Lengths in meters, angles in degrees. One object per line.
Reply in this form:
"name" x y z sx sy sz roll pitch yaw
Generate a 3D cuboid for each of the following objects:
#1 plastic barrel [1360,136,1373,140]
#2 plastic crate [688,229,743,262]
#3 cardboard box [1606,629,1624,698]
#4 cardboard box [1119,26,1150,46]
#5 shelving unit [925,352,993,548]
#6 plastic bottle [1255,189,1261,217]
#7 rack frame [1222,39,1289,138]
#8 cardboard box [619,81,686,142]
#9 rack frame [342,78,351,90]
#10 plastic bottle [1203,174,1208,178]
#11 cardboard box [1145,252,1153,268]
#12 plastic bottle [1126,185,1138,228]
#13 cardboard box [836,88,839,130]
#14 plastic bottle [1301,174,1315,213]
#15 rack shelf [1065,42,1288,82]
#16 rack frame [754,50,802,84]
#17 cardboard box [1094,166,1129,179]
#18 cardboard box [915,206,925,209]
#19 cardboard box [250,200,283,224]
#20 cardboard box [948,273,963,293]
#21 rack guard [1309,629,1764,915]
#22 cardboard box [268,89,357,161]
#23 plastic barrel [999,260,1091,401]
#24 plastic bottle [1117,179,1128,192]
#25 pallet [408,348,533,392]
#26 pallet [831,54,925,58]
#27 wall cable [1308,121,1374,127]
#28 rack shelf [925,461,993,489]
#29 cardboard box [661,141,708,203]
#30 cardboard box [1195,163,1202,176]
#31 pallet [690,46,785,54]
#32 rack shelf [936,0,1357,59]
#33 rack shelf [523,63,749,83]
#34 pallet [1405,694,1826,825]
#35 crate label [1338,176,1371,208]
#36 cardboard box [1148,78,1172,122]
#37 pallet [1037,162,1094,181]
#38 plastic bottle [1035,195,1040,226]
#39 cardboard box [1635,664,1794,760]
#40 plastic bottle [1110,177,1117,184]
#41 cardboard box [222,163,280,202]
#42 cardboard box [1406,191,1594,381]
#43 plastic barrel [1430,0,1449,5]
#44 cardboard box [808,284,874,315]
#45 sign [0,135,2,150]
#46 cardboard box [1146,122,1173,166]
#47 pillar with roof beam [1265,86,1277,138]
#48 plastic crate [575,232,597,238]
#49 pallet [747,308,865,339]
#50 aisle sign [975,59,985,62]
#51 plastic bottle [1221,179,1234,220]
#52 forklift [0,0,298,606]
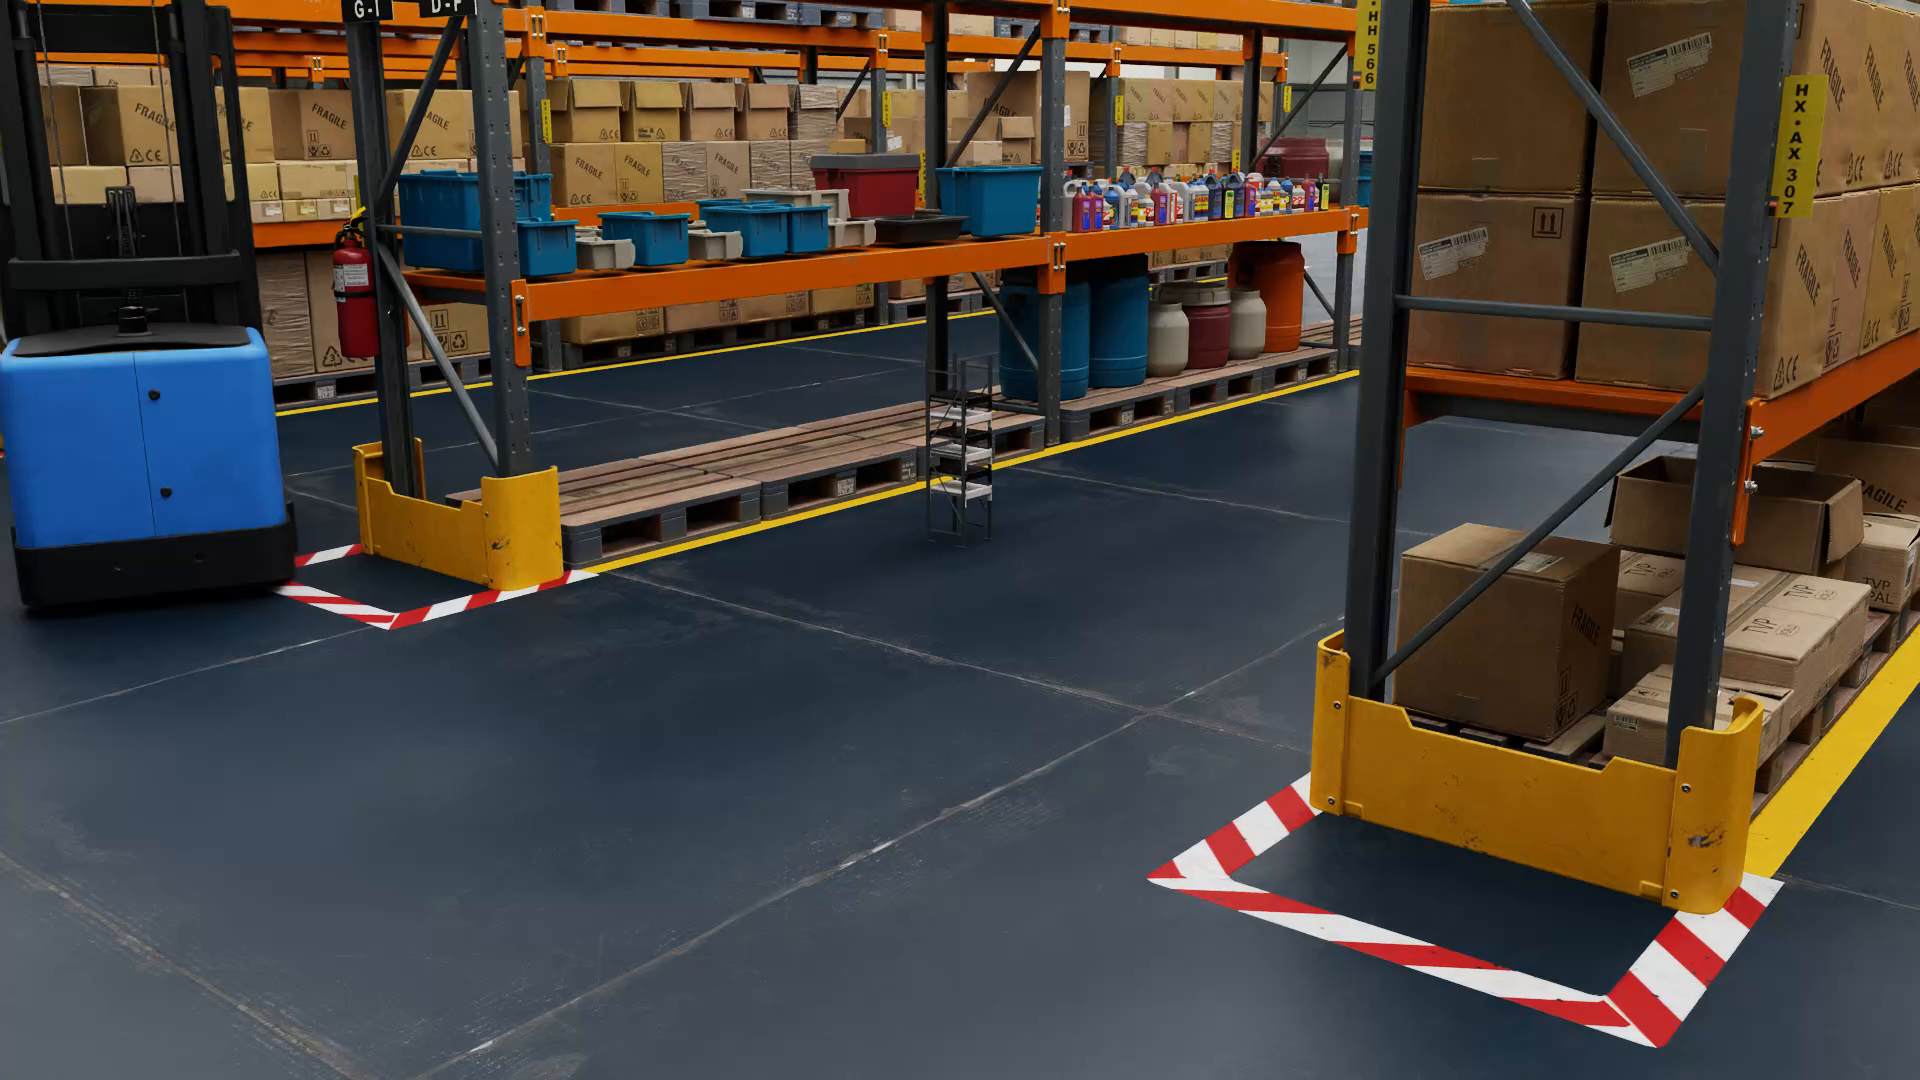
"plastic barrel" 3.726 -3.344 14.920 0.433 0.535 0.433 0 14 0
"plastic crate" -1.207 -1.429 8.070 0.250 0.136 0.298 11 18 38
"cardboard box" 2.014 0.368 5.442 0.380 0.166 0.250 11 18 38
"cardboard box" 1.861 -5.845 19.253 0.500 0.250 0.500 10 18 35
"shelving unit" -0.005 -0.435 8.006 0.258 0.900 0.210 11 18 38
"plastic bottle" 2.135 -2.451 12.084 0.097 0.201 0.097 0 14 0
"rack frame" 3.893 -5.184 22.436 1.000 3.000 0.127 11 18 38
"cardboard box" -2.814 -3.673 14.250 0.797 0.503 0.637 12 18 38
"rack frame" -10.192 -6.719 28.478 1.000 3.000 0.127 11 18 38
"plastic bottle" 1.903 -2.704 12.925 0.152 0.276 0.135 11 18 38
"cardboard box" 2.015 -3.591 20.390 0.500 0.500 0.500 -9 17 -32
"plastic bottle" 1.114 -2.174 10.852 0.097 0.271 0.097 0 14 0
"cardboard box" -2.157 -5.866 22.624 0.875 0.550 0.550 11 18 38
"plastic bottle" 2.650 -2.641 12.663 0.061 0.283 0.133 11 18 38
"rack shelf" 2.636 -5.906 20.647 1.077 0.370 4.000 11 18 38
"rack frame" -2.416 -5.205 22.518 1.000 3.000 0.127 11 18 38
"cardboard box" 1.748 -4.290 19.430 0.380 0.149 0.250 11 18 38
"cardboard box" -0.828 -4.835 24.527 0.875 0.875 0.875 11 18 37
"cardboard box" -4.877 -2.261 11.442 0.380 0.149 0.250 11 18 37
"cardboard box" -0.391 -2.893 17.602 0.700 0.500 0.500 9 17 33
"rack guard" 1.587 0.611 4.702 1.175 0.500 0.348 11 18 38
"cardboard box" -4.788 -3.075 12.312 0.500 0.500 0.500 11 18 36
"plastic barrel" 0.558 -1.407 10.979 0.600 0.901 0.708 11 18 38
"plastic bottle" 1.159 -2.462 11.982 0.097 0.271 0.097 0 14 0
"pallet" -4.188 -1.400 13.207 1.003 0.211 1.213 11 18 38
"pallet" -1.126 -7.003 23.686 1.003 0.211 1.213 11 18 38
"wall cable" 12.918 -14.998 55.192 3.097 2.526 0.112 11 18 38
"rack shelf" -0.005 -0.315 8.036 0.258 0.077 0.200 11 18 38
"cardboard box" -2.536 -3.176 14.328 0.500 0.500 0.500 11 18 36
"cardboard box" 2.802 -4.635 20.785 0.380 0.149 0.250 11 18 38
"pallet" -2.954 -6.382 21.451 0.805 0.209 1.217 10 18 35
"rack shelf" 1.460 -3.607 11.599 1.077 0.370 4.000 11 18 38
"rack shelf" -5.072 -7.439 26.684 1.077 0.370 4.000 11 18 38
"pallet" 2.087 0.598 5.339 1.003 0.211 1.213 11 18 38
"crate label" 3.273 -2.827 13.498 0.303 0.233 0.416 11 18 38
"cardboard box" 2.172 -5.238 19.810 0.500 0.500 0.500 11 18 38
"pallet" 0.785 -4.201 18.956 1.003 0.211 1.213 11 18 38
"plastic bottle" 0.538 -2.203 11.104 0.097 0.201 0.097 0 14 0
"cardboard box" 2.227 0.499 4.926 0.380 0.166 0.250 11 18 38
"plastic bottle" 1.086 -2.476 12.015 0.061 0.283 0.133 11 18 38
"cardboard box" -5.012 -2.437 11.326 0.500 0.250 0.500 11 18 36
"cardboard box" 1.609 -0.762 4.828 0.500 0.500 0.500 12 19 39
"plastic barrel" 3.813 -4.796 13.945 0.600 0.830 0.708 11 18 38
"cardboard box" -1.585 -2.696 16.107 1.225 0.875 0.875 10 17 35
"sign" -5.736 -2.490 9.915 0.100 0.325 0.005 11 18 38
"cardboard box" 2.051 -4.777 20.028 0.875 0.500 0.500 11 18 38
"pillar with roof beam" 13.387 -15.477 50.772 9.100 9.000 0.400 11 18 38
"plastic crate" -1.939 -1.438 8.107 0.396 0.136 0.243 11 18 38
"pallet" -1.690 -2.161 16.200 1.003 0.211 1.213 11 18 38
"aisle sign" 0.376 -7.198 25.084 0.394 0.787 0.004 11 18 38
"plastic bottle" 1.876 -2.405 11.736 0.061 0.283 0.133 11 18 38
"forklift" -3.976 -1.466 7.941 1.130 2.935 3.031 -7 16 -24
